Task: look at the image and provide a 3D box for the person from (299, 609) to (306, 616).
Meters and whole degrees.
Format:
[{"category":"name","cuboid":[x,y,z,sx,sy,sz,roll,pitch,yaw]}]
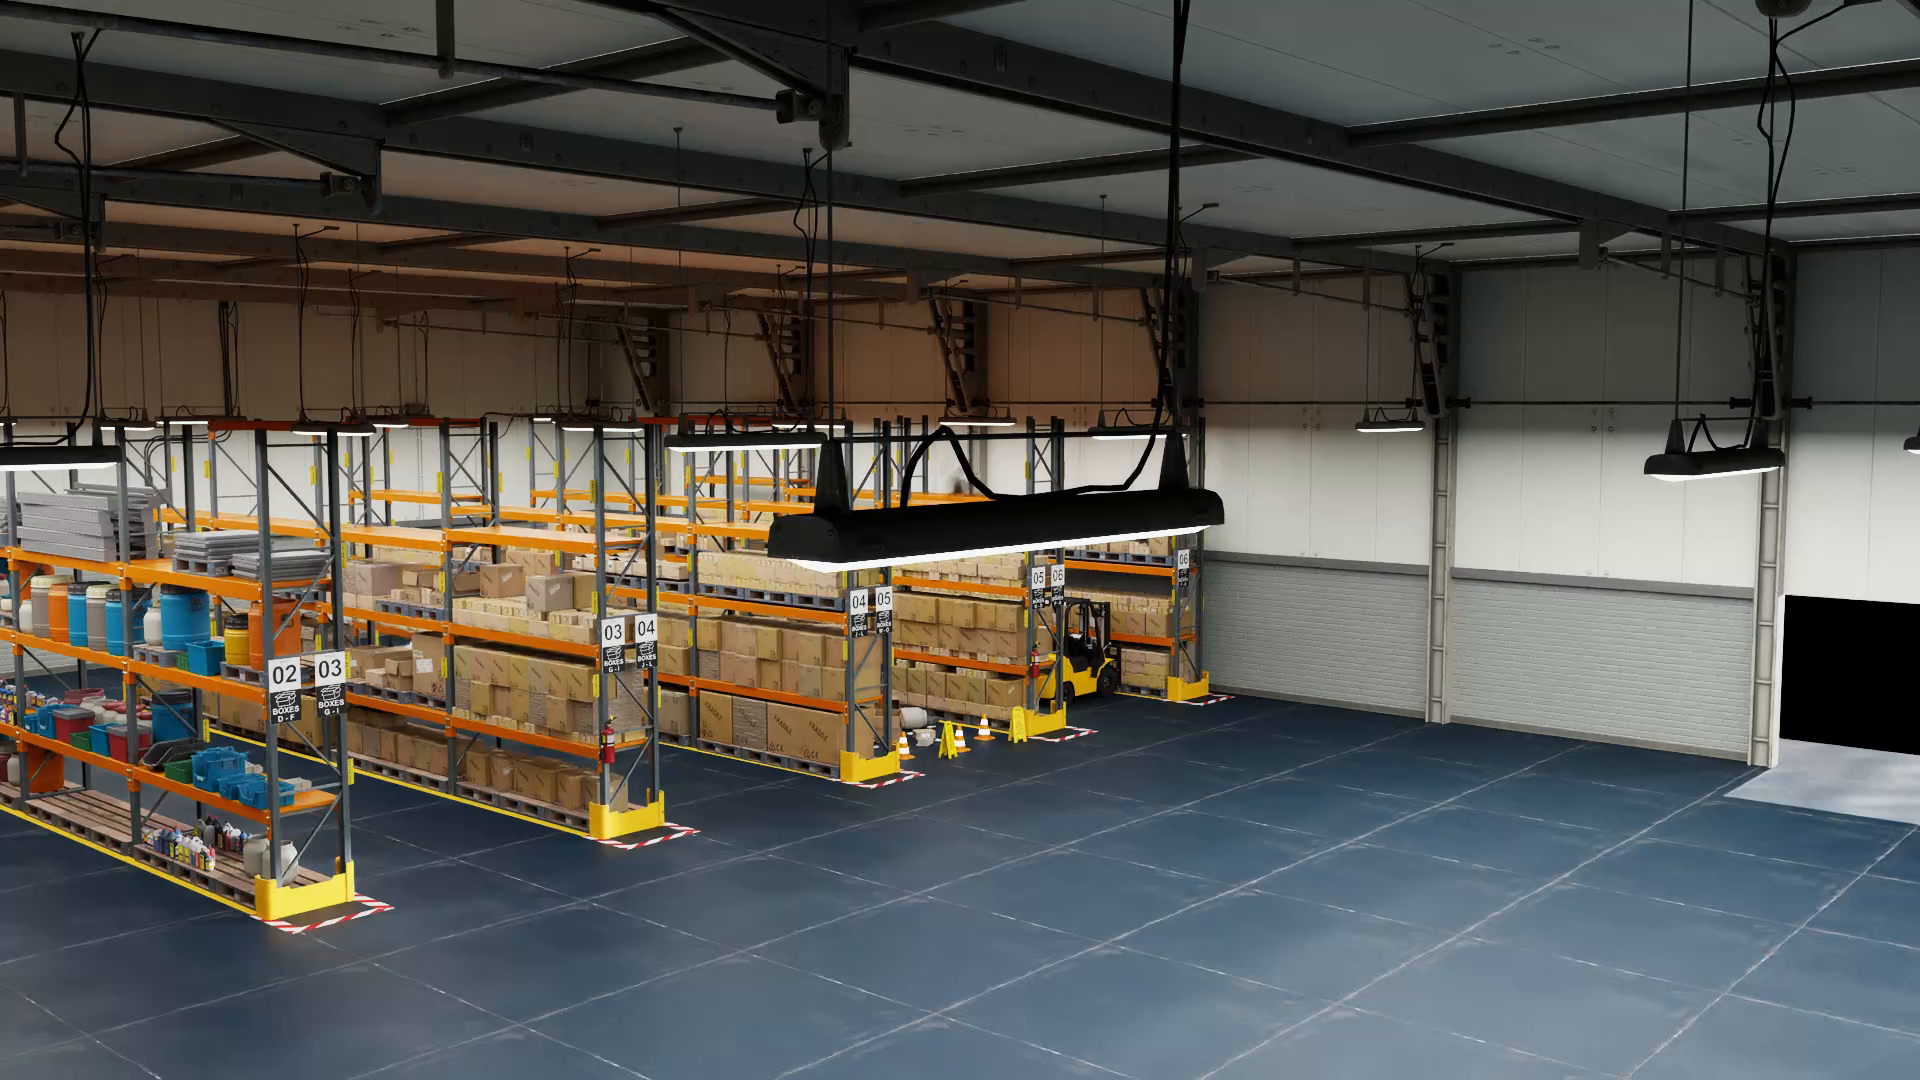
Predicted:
[{"category":"person","cuboid":[-14.938,2.382,37.679,0.624,1.667,0.902,1,5,11]}]
